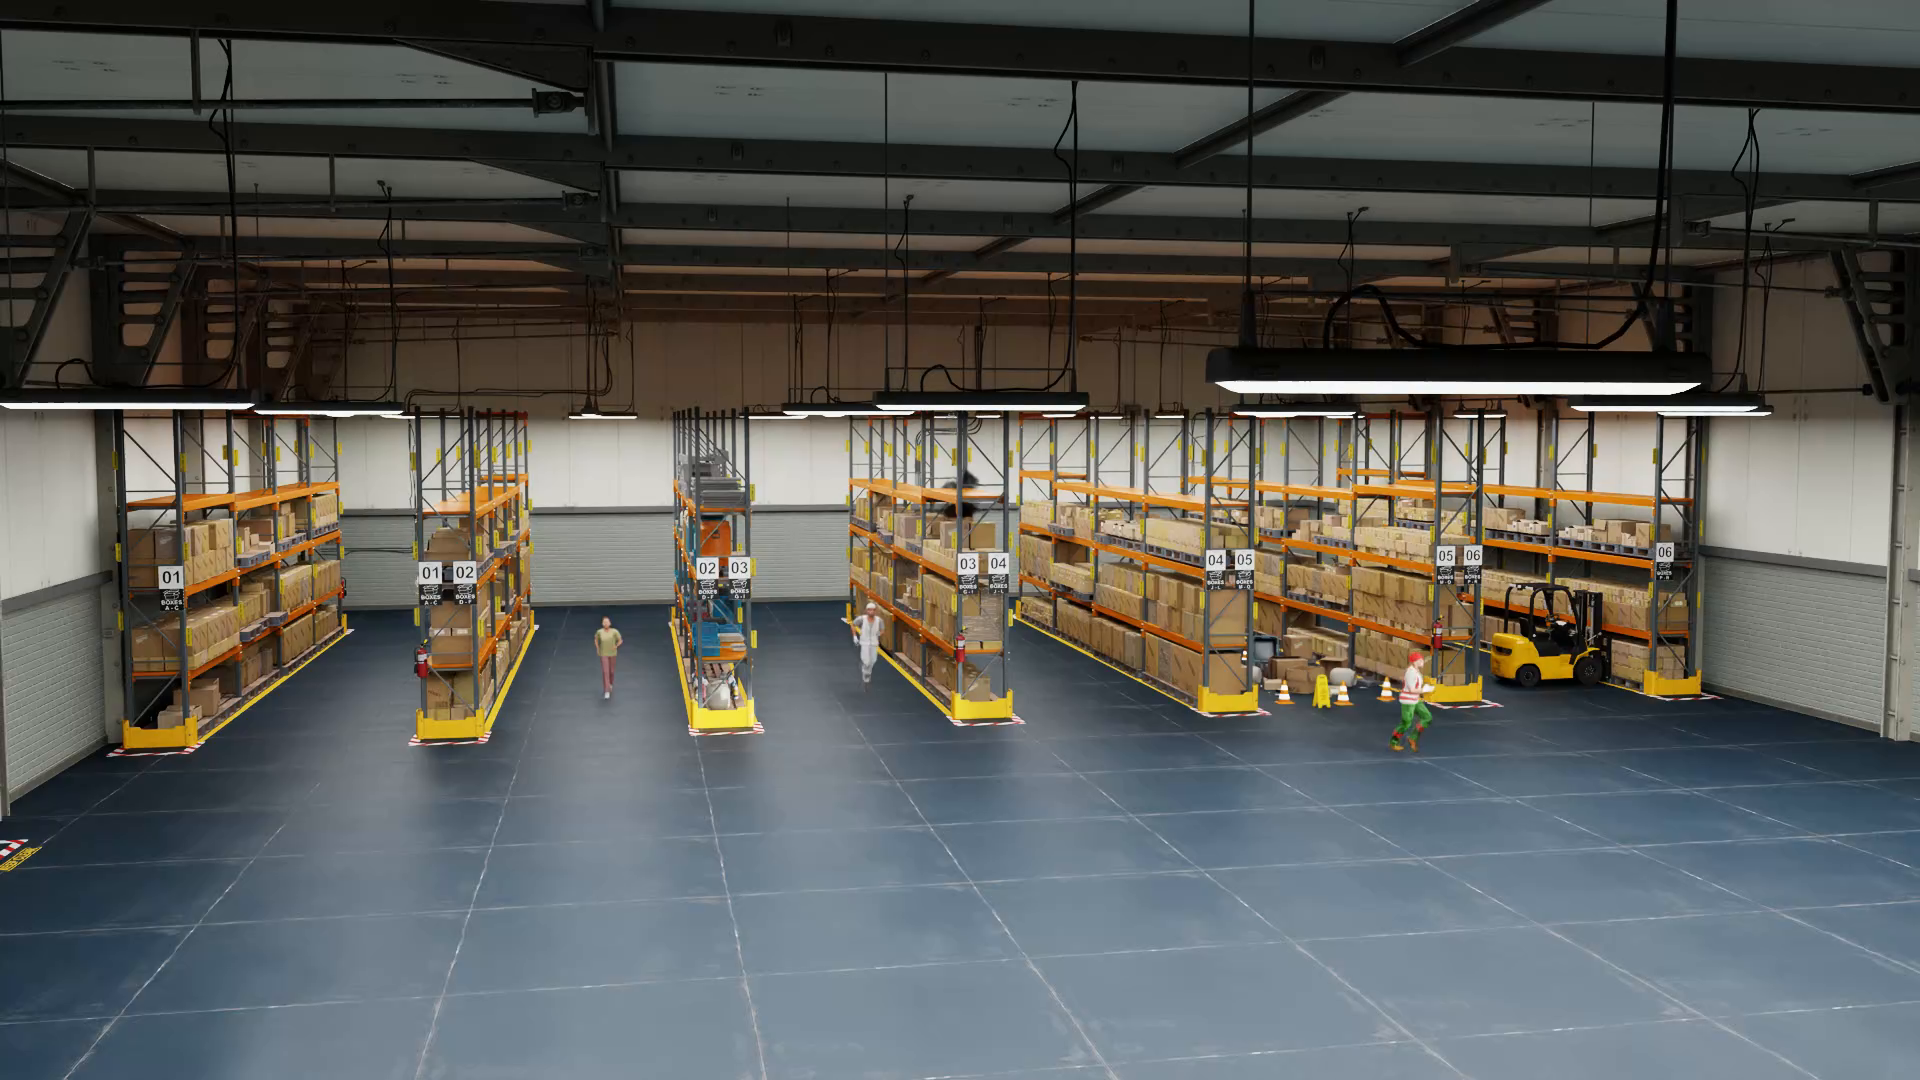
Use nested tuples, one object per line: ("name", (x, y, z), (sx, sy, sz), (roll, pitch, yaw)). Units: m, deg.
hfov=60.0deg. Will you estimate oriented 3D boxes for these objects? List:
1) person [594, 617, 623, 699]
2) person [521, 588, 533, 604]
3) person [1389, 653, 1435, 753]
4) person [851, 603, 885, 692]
("person", (-7.294, 2.408, 34.526), (0.572, 1.665, 0.891), (-1, 4, -12))
("person", (-12.357, 1.571, 46.867), (0.600, 1.643, 0.597), (1, 4, 9))
("person", (7.777, 2.791, 28.590), (0.805, 1.742, 0.697), (2, 5, 30))
("person", (-1.835, 2.176, 33.737), (0.647, 1.810, 0.729), (-1, 4, -18))
